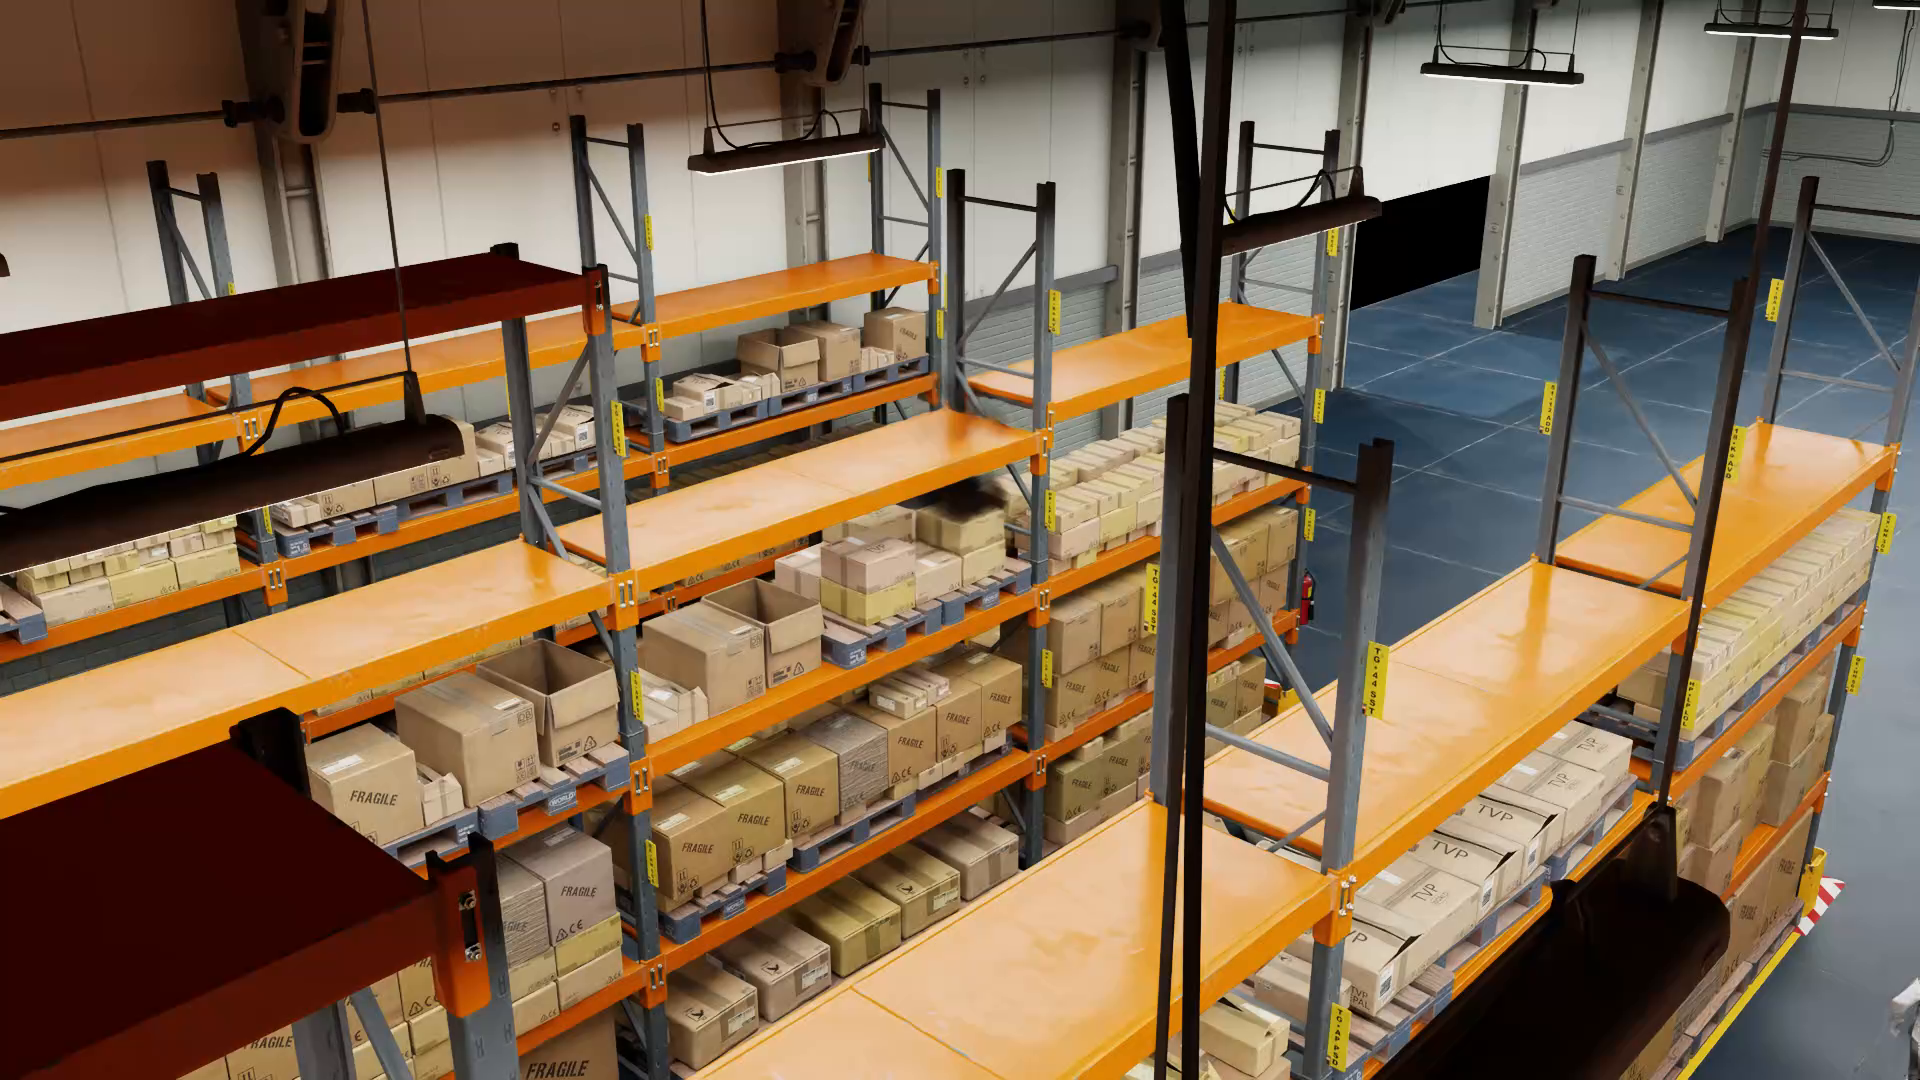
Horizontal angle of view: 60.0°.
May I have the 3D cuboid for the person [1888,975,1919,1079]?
[{"bbox_3d":[6.462,3.387,10.999,0.631,1.770,0.739,15,26,34],"label":"person"}]
